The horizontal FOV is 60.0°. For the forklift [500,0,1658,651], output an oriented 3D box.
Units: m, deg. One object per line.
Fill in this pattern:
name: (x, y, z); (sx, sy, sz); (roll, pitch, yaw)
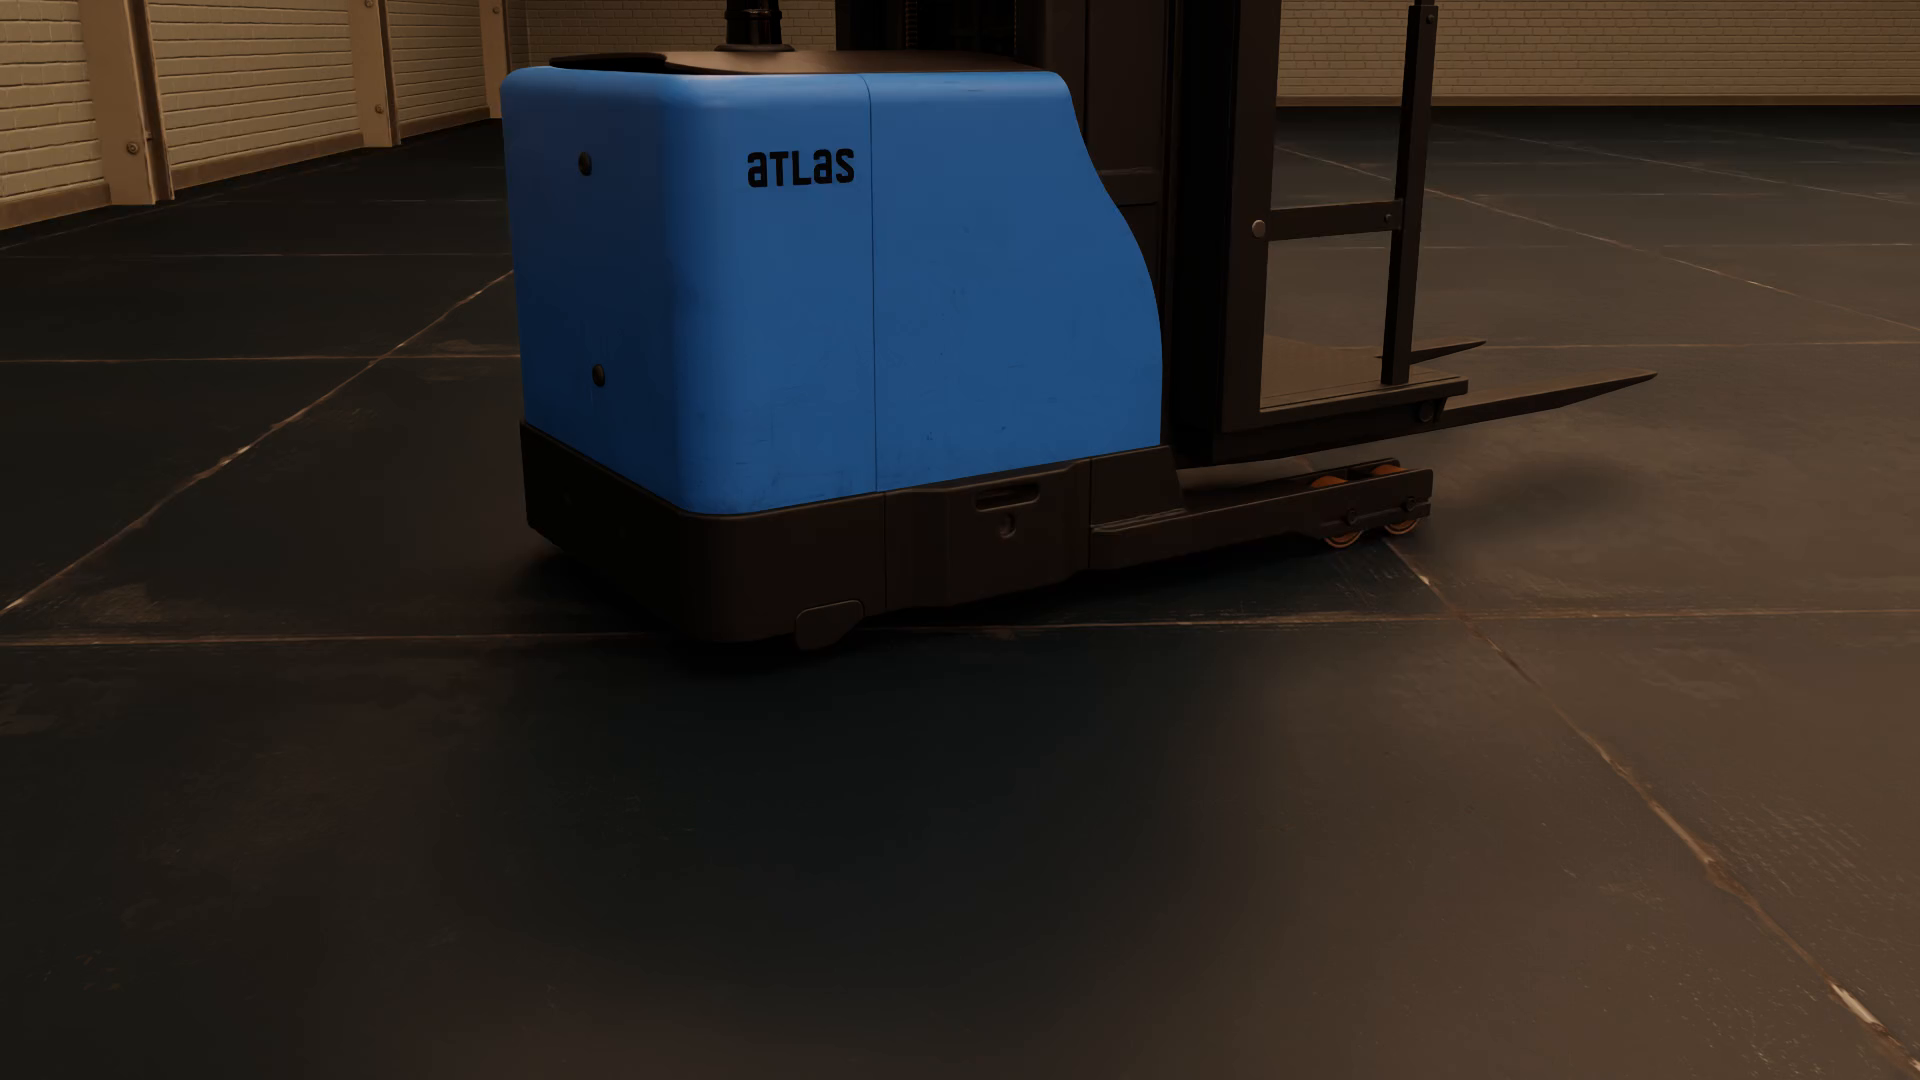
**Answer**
forklift: (0.523, -1.501, 3.815); (3.031, 2.935, 1.130); (-11, 20, -31)
